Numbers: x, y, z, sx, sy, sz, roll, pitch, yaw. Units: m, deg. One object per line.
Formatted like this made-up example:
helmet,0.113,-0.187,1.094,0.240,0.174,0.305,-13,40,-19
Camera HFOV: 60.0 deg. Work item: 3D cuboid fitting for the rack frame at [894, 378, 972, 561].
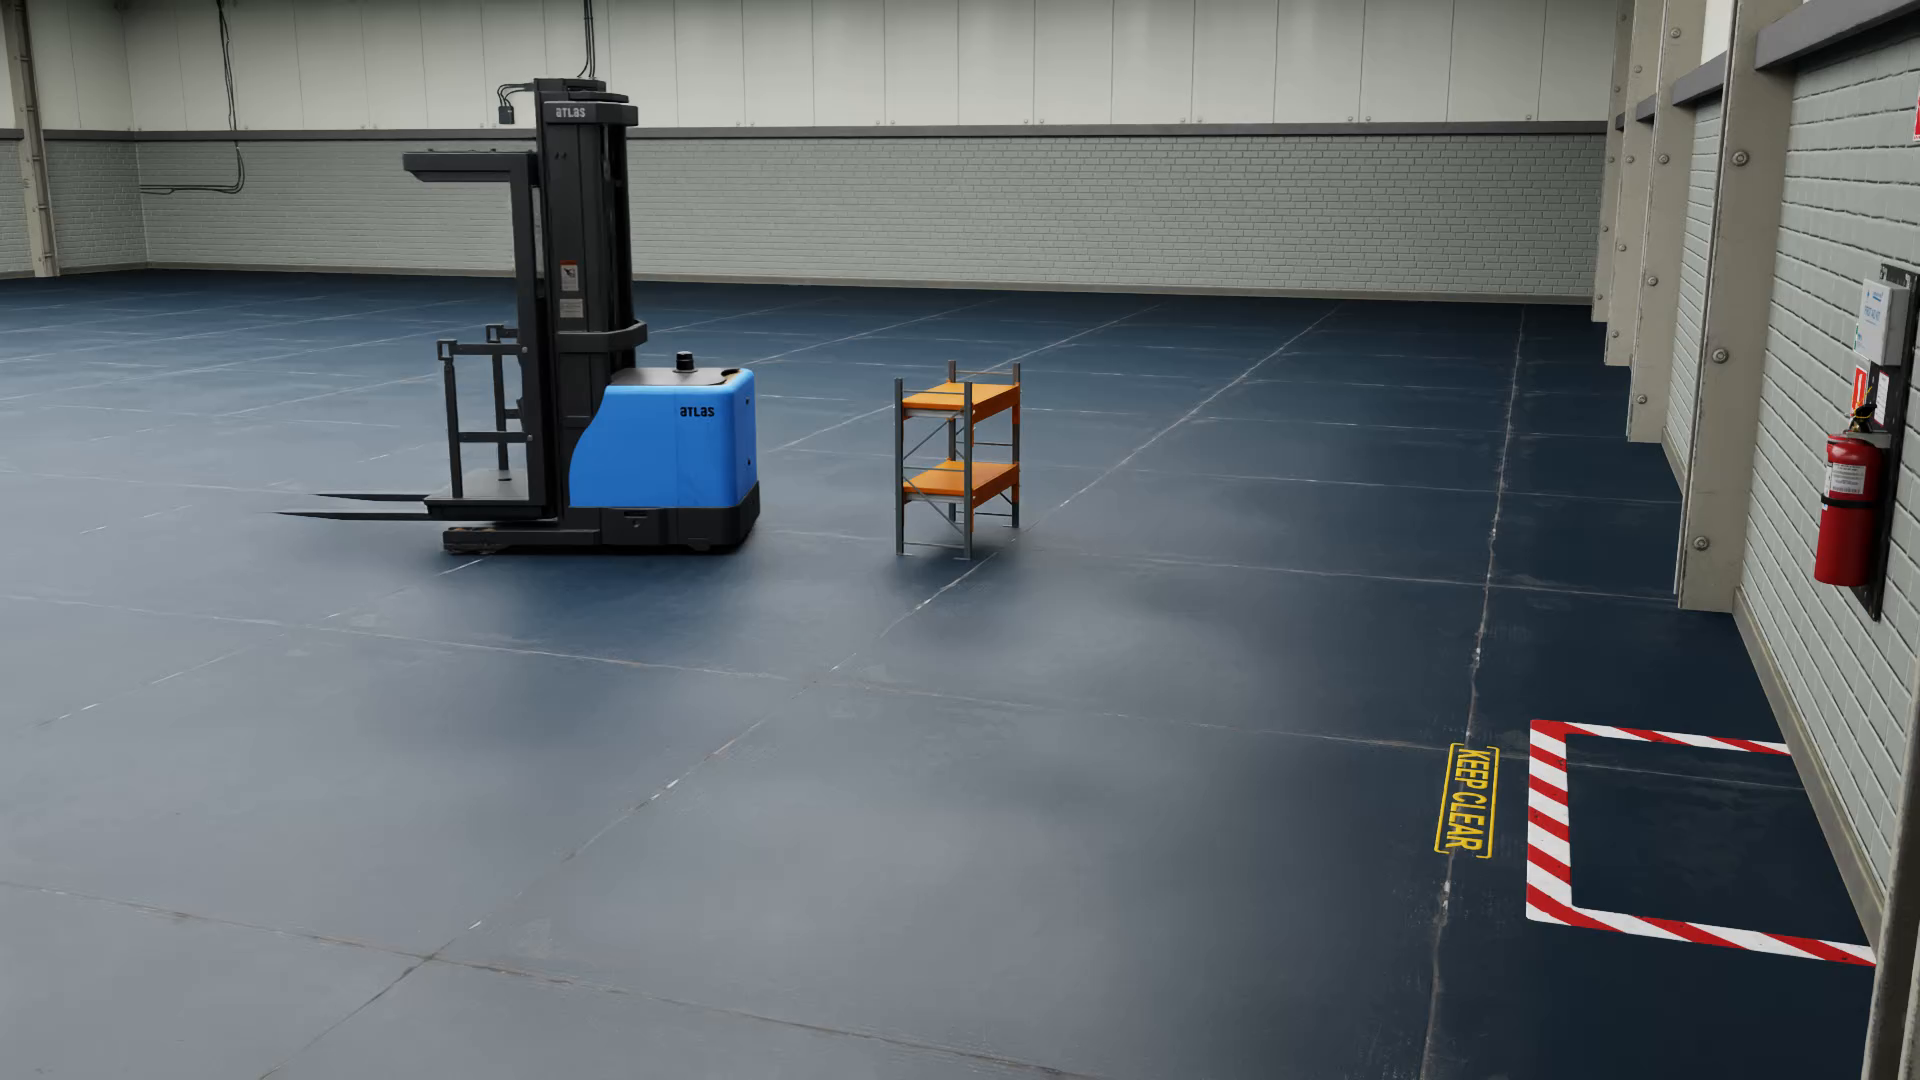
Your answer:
rack frame,-0.167,-0.440,10.388,0.500,1.125,0.032,4,14,18

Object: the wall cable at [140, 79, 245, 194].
wall cable,-17.545,-9.103,37.624,3.097,2.526,0.112,4,14,18

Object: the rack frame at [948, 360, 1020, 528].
rack frame,0.162,-0.654,11.325,0.500,1.125,0.032,4,14,18

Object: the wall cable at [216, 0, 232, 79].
wall cable,-14.986,-11.370,36.209,3.097,2.526,0.112,4,14,18

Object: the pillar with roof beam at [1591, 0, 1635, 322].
pillar with roof beam,5.982,-8.133,26.400,9.100,9.000,0.400,4,14,18

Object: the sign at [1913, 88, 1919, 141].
sign,3.223,-1.488,5.555,0.001,0.298,0.199,4,14,18

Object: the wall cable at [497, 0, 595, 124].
wall cable,-8.568,-11.588,33.891,2.305,6.003,0.169,4,14,18

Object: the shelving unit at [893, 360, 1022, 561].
shelving unit,-0.002,-0.547,10.857,0.538,1.125,1.048,4,14,18

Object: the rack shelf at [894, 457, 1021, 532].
rack shelf,-0.002,-0.309,10.911,0.538,0.278,1.000,4,14,18

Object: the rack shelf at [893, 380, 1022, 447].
rack shelf,-0.002,-0.832,10.791,0.538,0.278,1.000,4,14,18

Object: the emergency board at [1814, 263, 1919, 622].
emergency board,3.126,-0.363,5.837,0.194,1.169,0.643,4,14,18

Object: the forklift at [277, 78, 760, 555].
forklift,-2.903,-1.453,10.769,3.031,2.935,1.130,0,13,2

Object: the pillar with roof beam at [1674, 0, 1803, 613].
pillar with roof beam,0.158,-4.343,9.795,9.100,9.000,0.400,4,14,18

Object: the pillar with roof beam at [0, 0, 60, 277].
pillar with roof beam,-15.676,-9.781,33.620,9.100,9.000,0.400,4,14,18

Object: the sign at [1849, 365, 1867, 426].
sign,3.403,-0.489,6.311,0.001,0.329,0.234,4,14,18

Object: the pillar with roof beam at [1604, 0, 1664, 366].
pillar with roof beam,4.041,-6.870,20.865,9.100,9.000,0.400,4,14,18

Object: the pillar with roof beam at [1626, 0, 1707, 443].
pillar with roof beam,2.100,-5.607,15.330,9.100,9.000,0.400,4,14,18

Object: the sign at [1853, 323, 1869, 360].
sign,3.393,-0.747,6.250,0.001,0.109,0.331,4,14,18
